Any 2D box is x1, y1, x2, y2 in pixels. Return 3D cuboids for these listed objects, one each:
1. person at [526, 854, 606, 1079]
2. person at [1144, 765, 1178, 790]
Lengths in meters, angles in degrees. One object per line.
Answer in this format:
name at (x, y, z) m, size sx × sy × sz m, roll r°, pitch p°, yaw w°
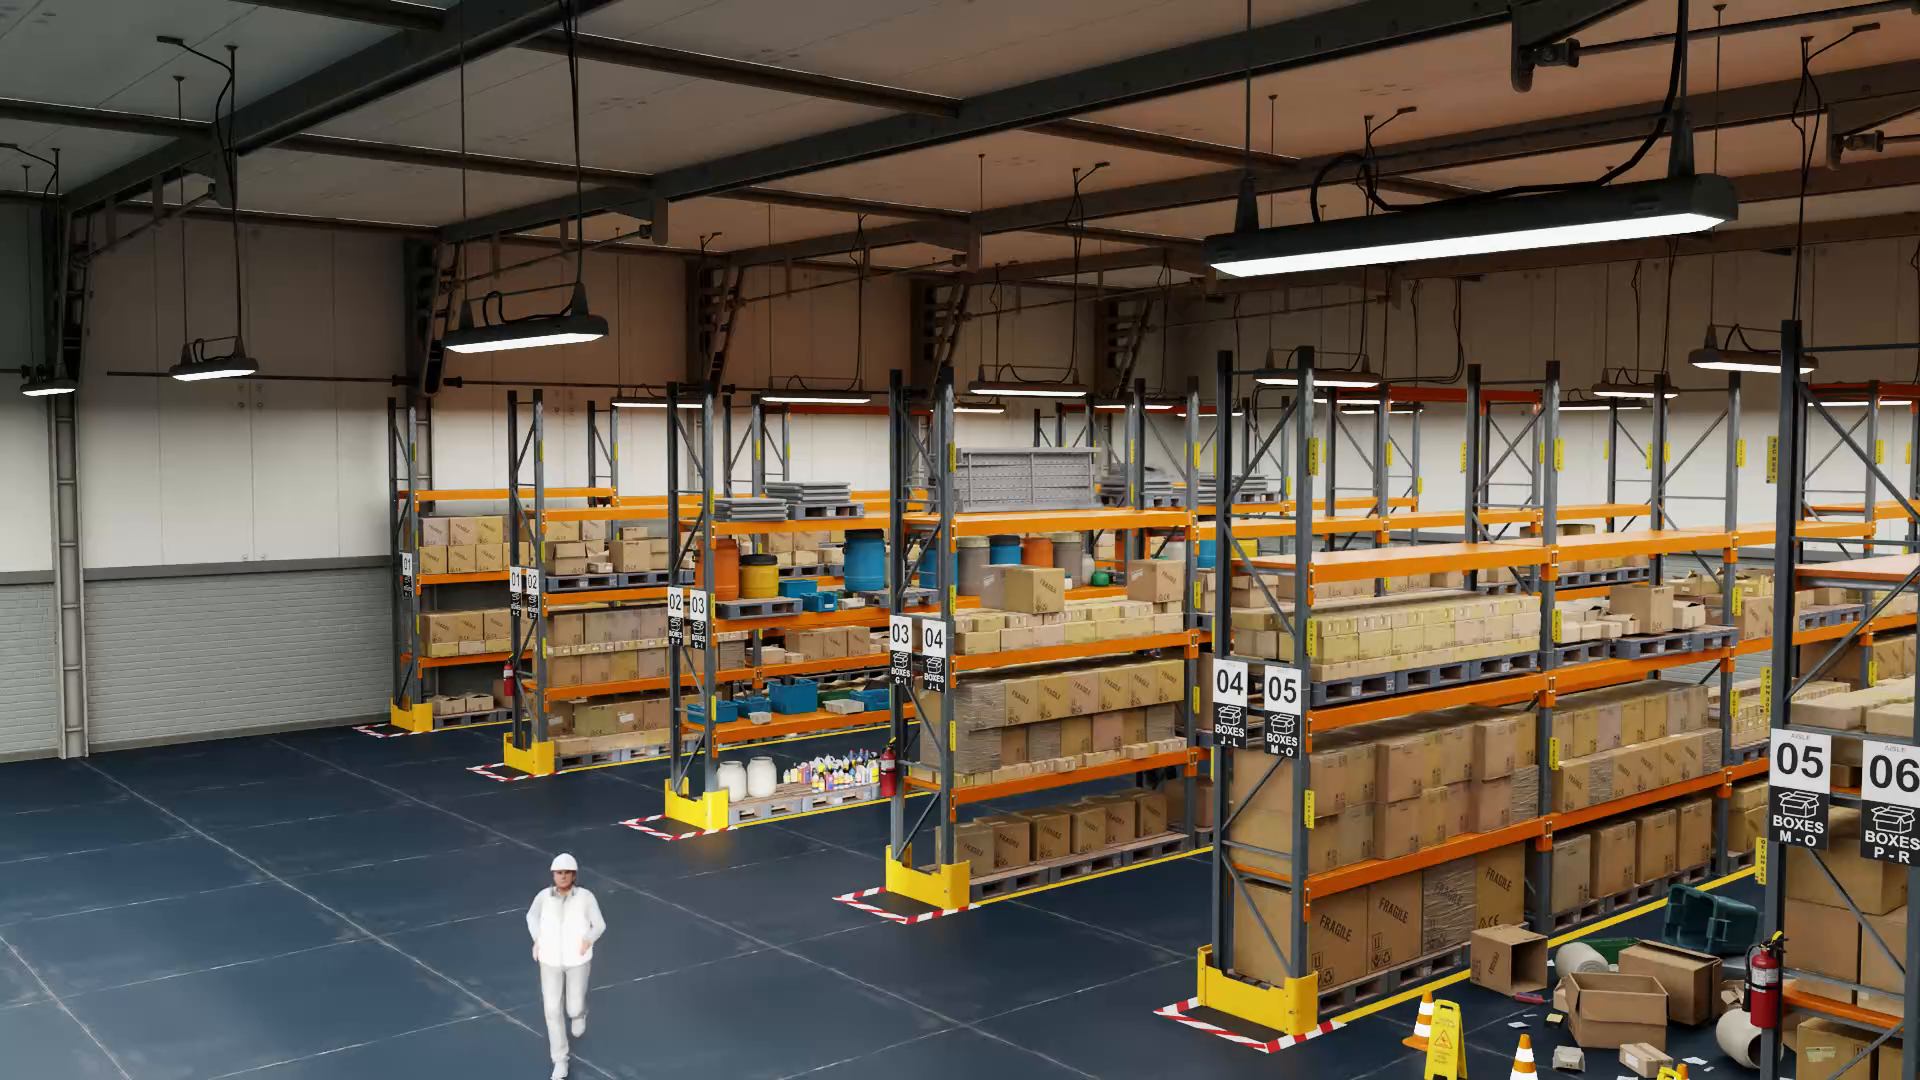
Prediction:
person at (-3.283, 3.487, 13.835) m, size 0.662 × 1.772 × 0.880 m, roll 0°, pitch 3°, yaw -7°
person at (2.931, 2.872, 24.409) m, size 0.613 × 1.815 × 0.909 m, roll 2°, pitch 4°, yaw 34°
